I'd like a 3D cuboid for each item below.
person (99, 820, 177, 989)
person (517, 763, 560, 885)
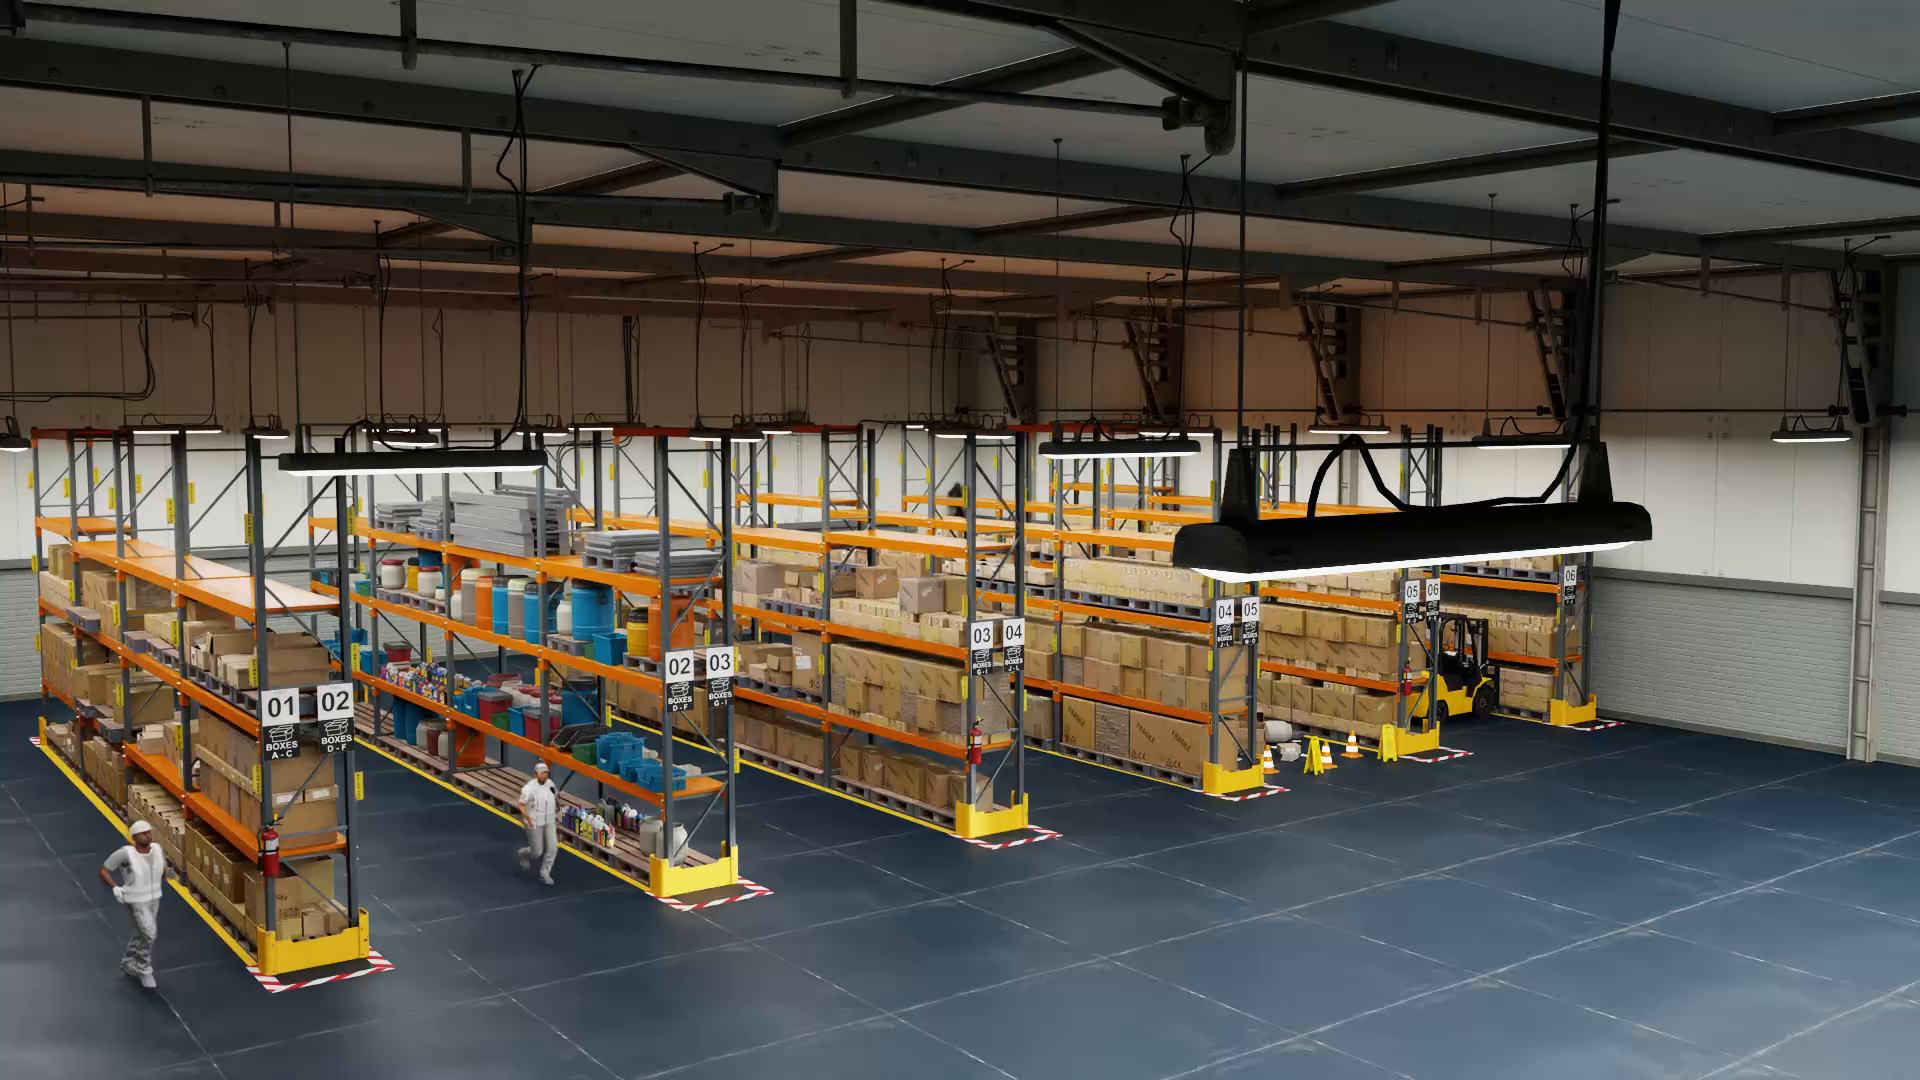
[{"bbox_3d":[-9.015,4.006,18.356,0.776,1.841,0.655,2,5,21],"label":"person"},{"bbox_3d":[-5.662,3.777,22.333,0.595,1.624,0.671,-4,6,-40],"label":"person"}]
